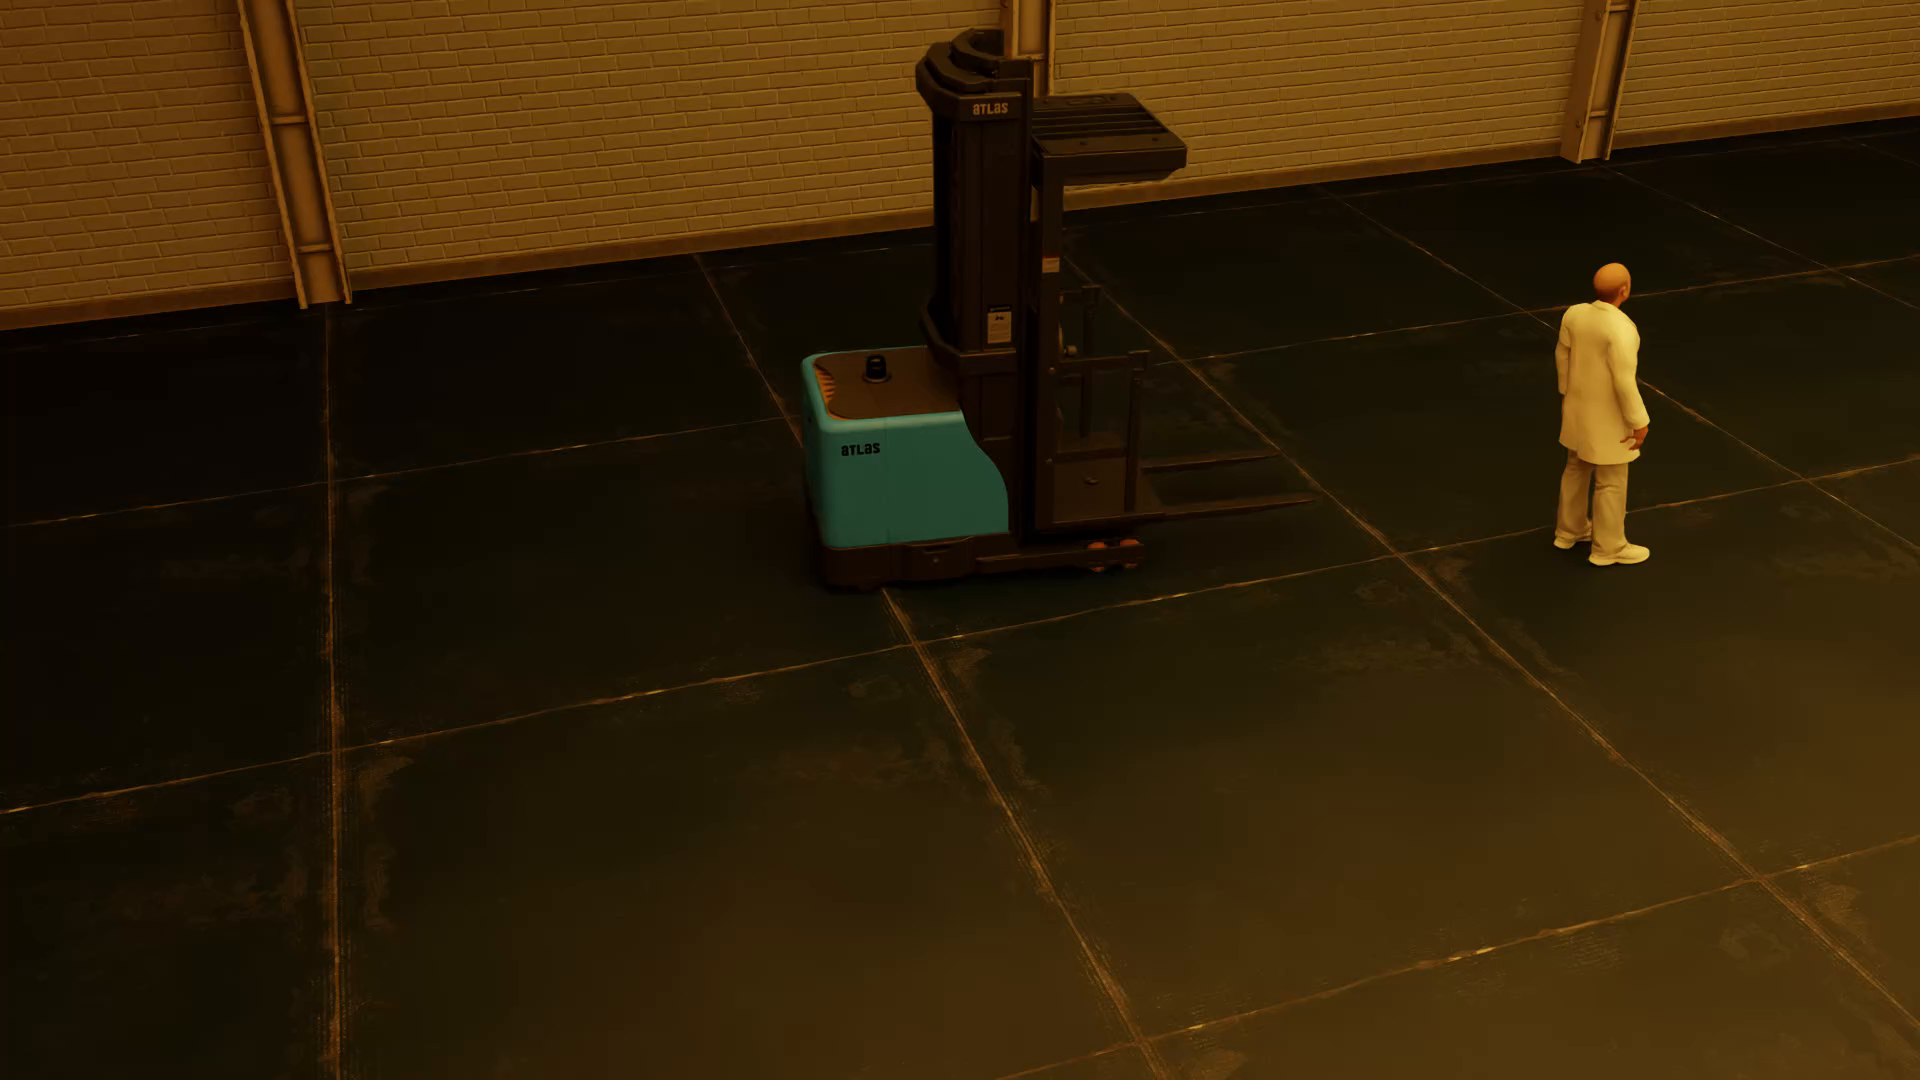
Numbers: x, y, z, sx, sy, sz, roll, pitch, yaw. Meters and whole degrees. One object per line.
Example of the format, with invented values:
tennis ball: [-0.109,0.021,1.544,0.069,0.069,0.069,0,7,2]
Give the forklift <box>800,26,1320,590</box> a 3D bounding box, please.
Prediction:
forklift: [0.620,-1.342,9.420,3.031,2.935,1.130,-6,30,-10]

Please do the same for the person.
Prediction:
person: [3.723,-0.736,9.521,0.553,1.785,0.689,-10,32,-17]
